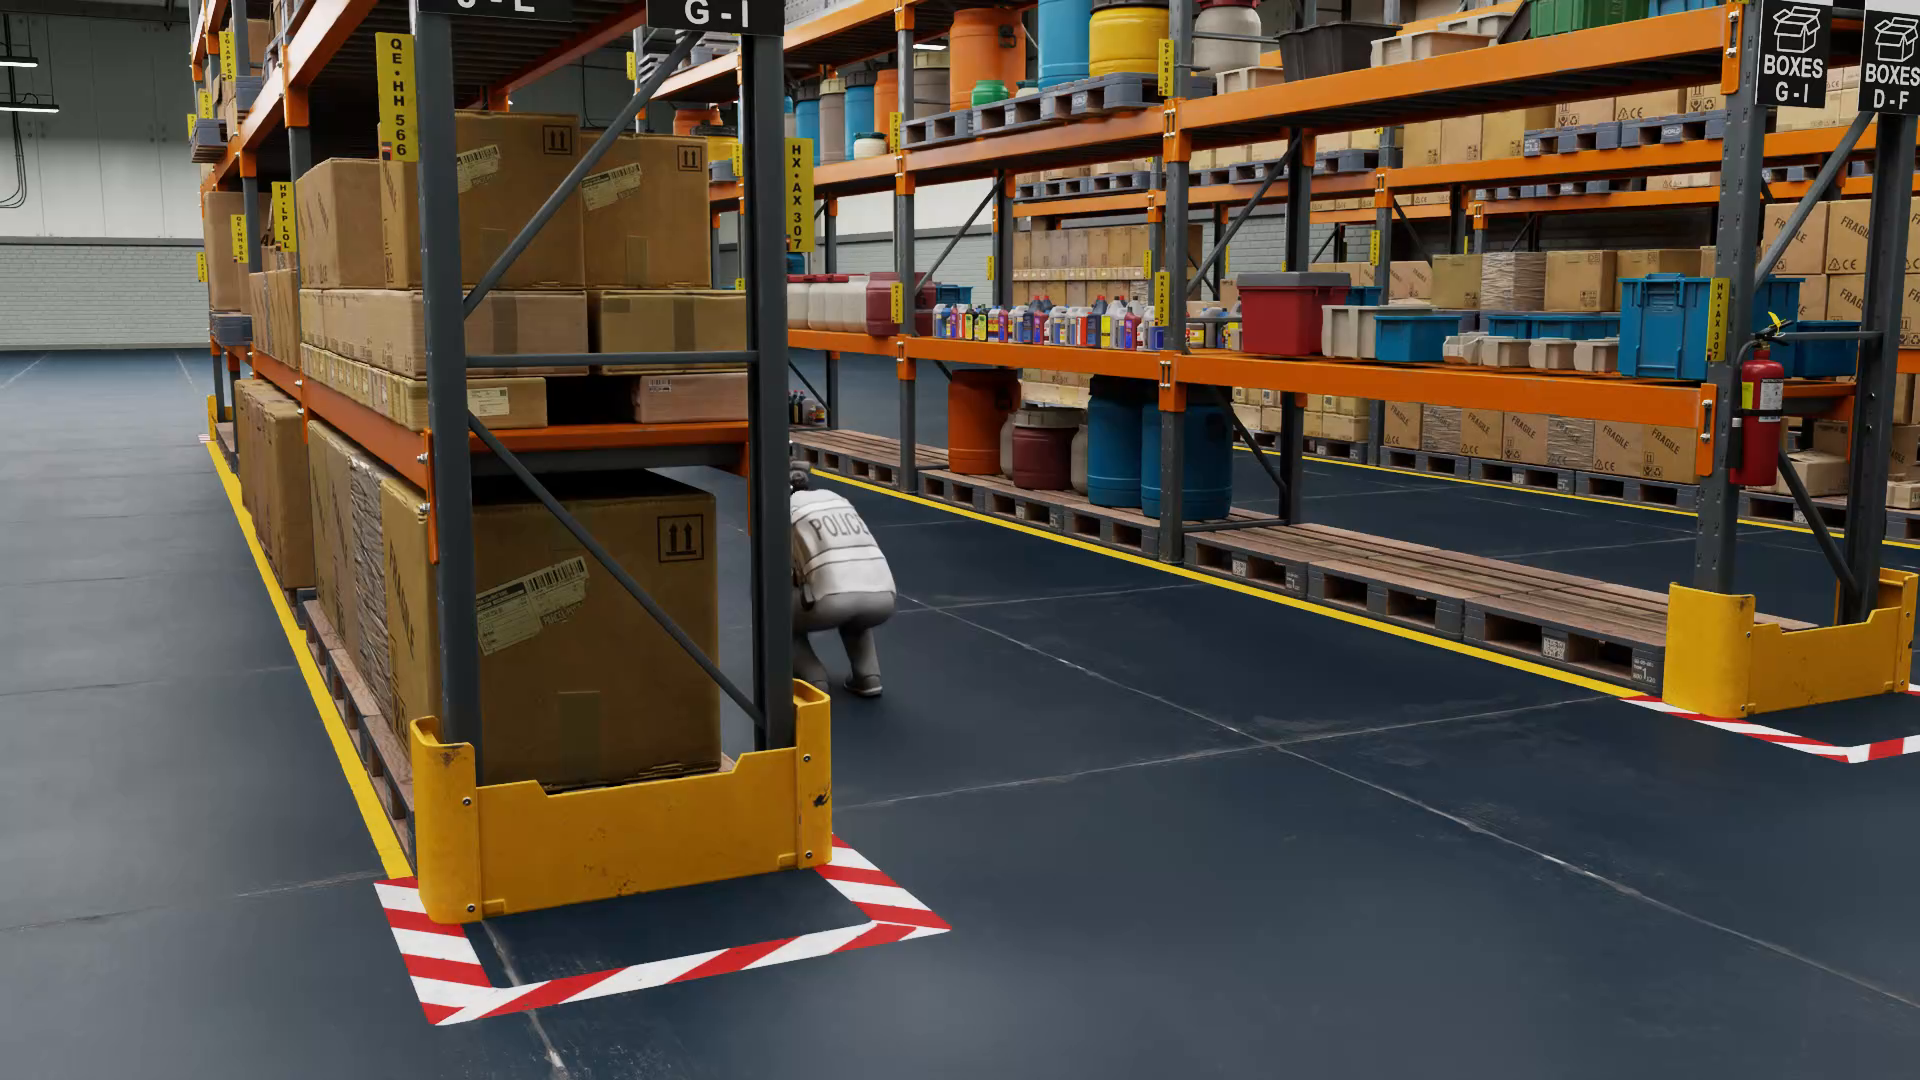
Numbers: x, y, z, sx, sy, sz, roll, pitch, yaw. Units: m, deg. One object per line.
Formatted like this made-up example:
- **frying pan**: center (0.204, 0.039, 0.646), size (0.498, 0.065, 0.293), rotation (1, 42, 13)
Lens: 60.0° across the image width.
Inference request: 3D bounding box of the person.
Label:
- **person**: center (-0.600, 0.162, 7.120), size (0.463, 0.978, 0.857), rotation (-4, 10, -27)
